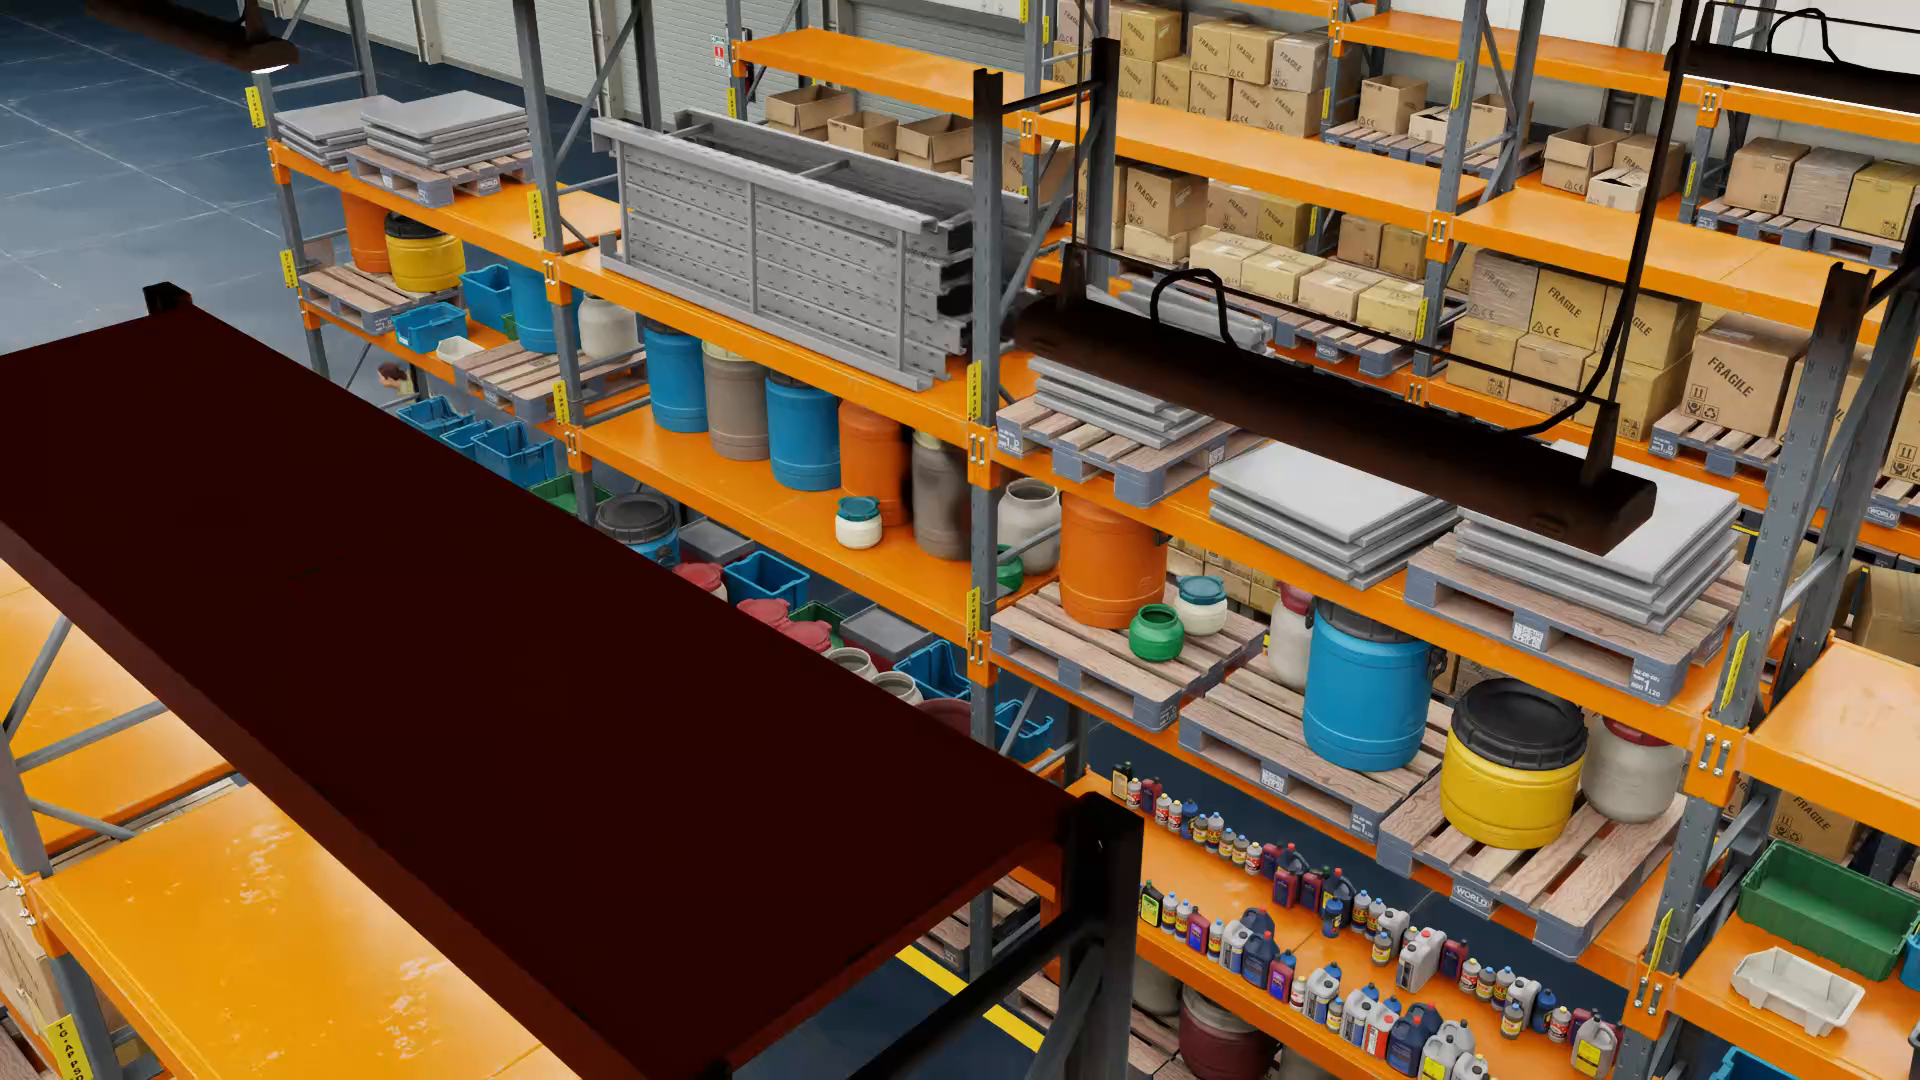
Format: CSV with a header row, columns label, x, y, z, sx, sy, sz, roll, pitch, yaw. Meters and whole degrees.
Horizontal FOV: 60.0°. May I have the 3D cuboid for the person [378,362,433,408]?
label,x,y,z,sx,sy,sz,roll,pitch,yaw
person,-5.387,-1.169,16.821,0.779,1.489,0.600,-12,32,-20
